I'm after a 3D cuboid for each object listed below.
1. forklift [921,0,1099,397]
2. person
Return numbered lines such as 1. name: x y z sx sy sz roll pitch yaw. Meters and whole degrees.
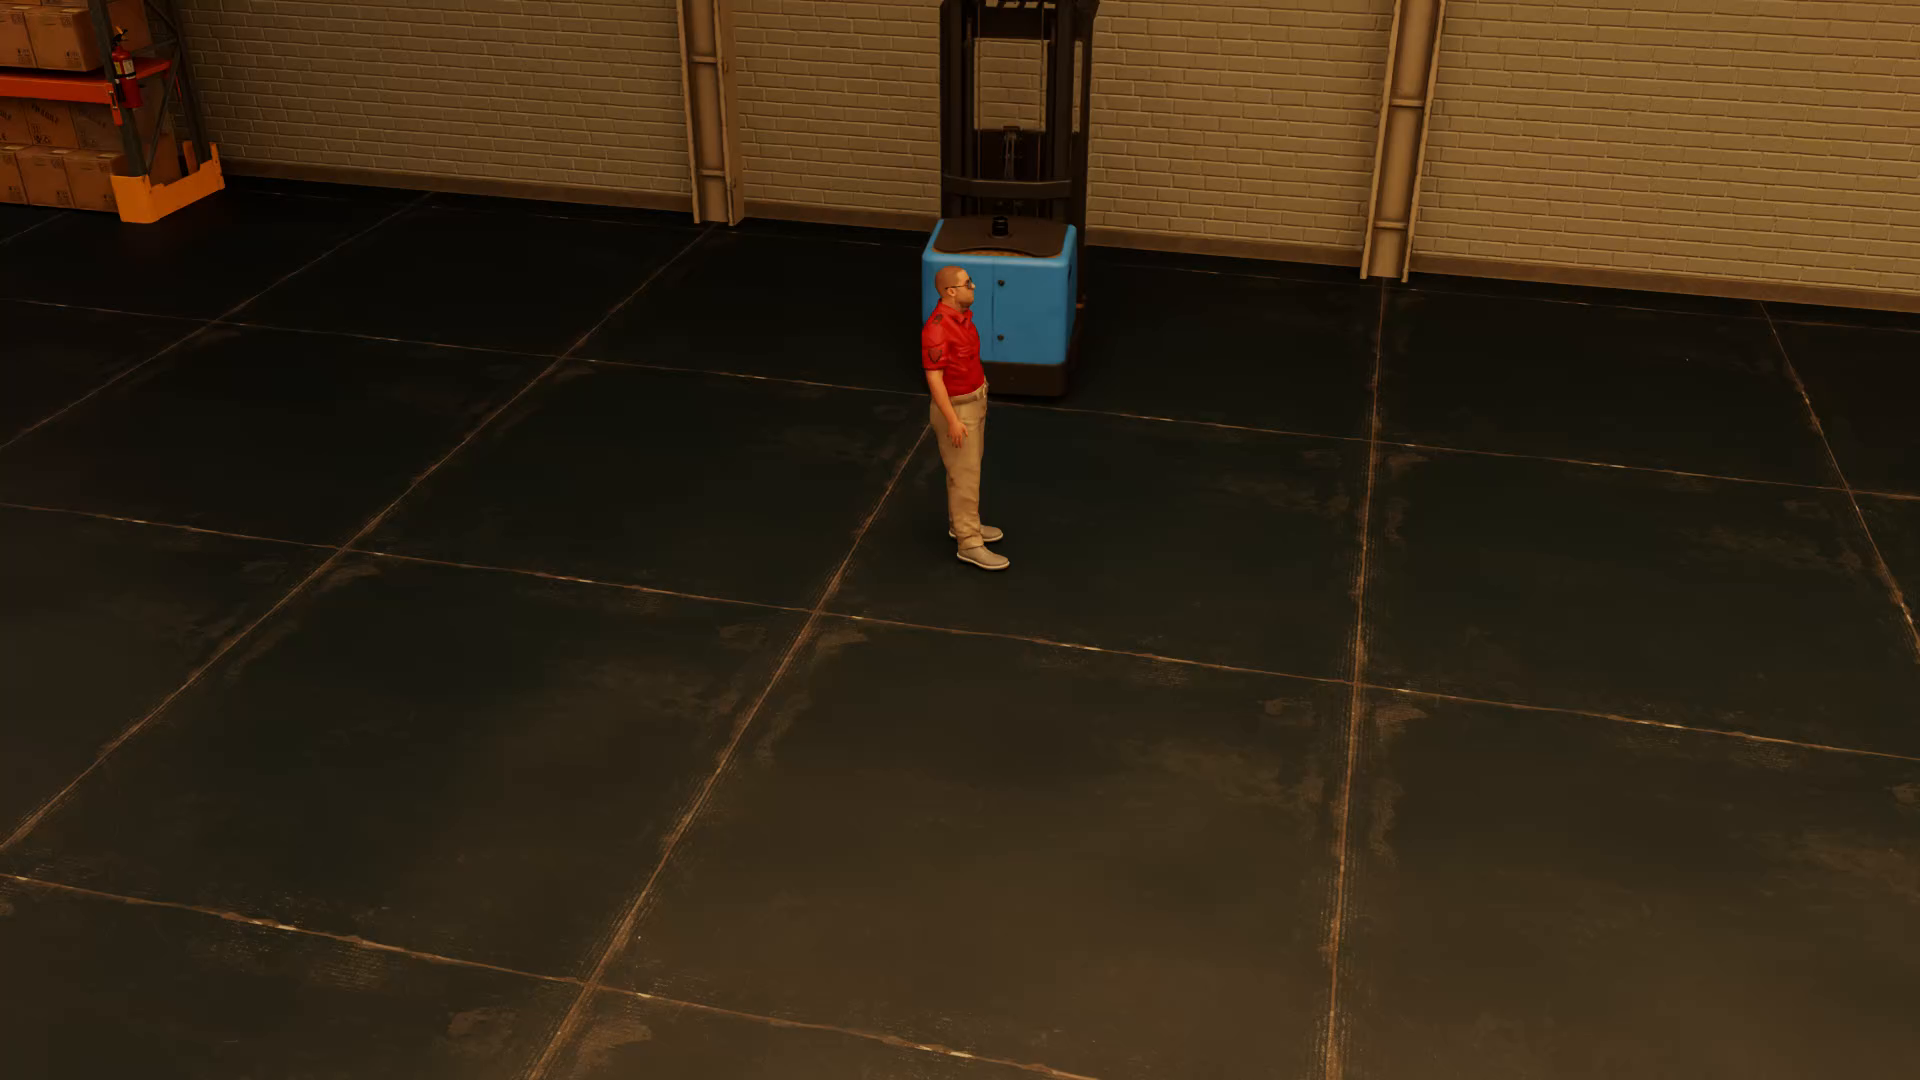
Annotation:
1. forklift: 0.434 -2.996 12.458 1.130 2.935 3.031 4 30 7
2. person: 0.085 -0.743 9.685 0.550 1.727 0.642 7 30 12
